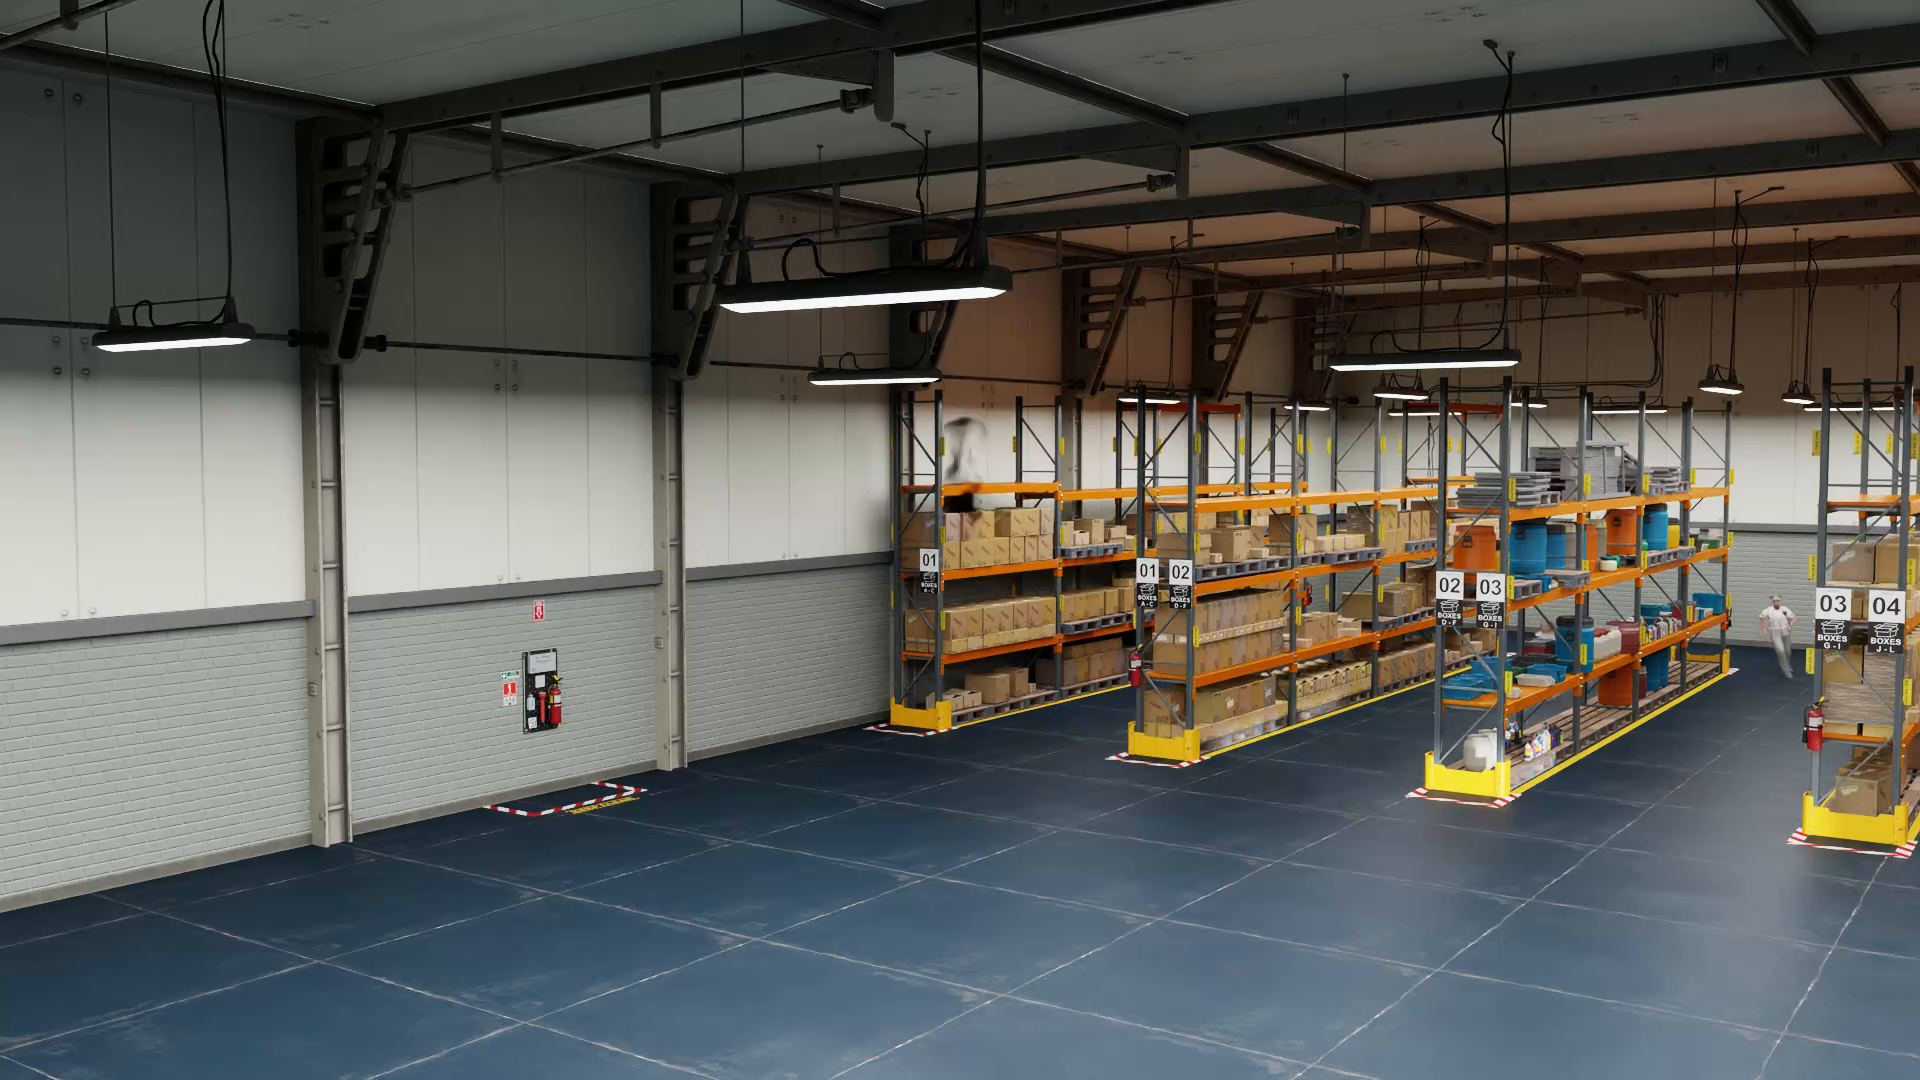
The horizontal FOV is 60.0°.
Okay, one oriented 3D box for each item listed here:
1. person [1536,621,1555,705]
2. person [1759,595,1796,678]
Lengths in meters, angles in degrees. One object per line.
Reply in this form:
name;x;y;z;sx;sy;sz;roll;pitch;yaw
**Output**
person;11.381;2.354;32.334;0.525;1.602;0.858;2;4;35
person;17.926;2.073;36.371;0.740;1.765;0.967;1;3;11
